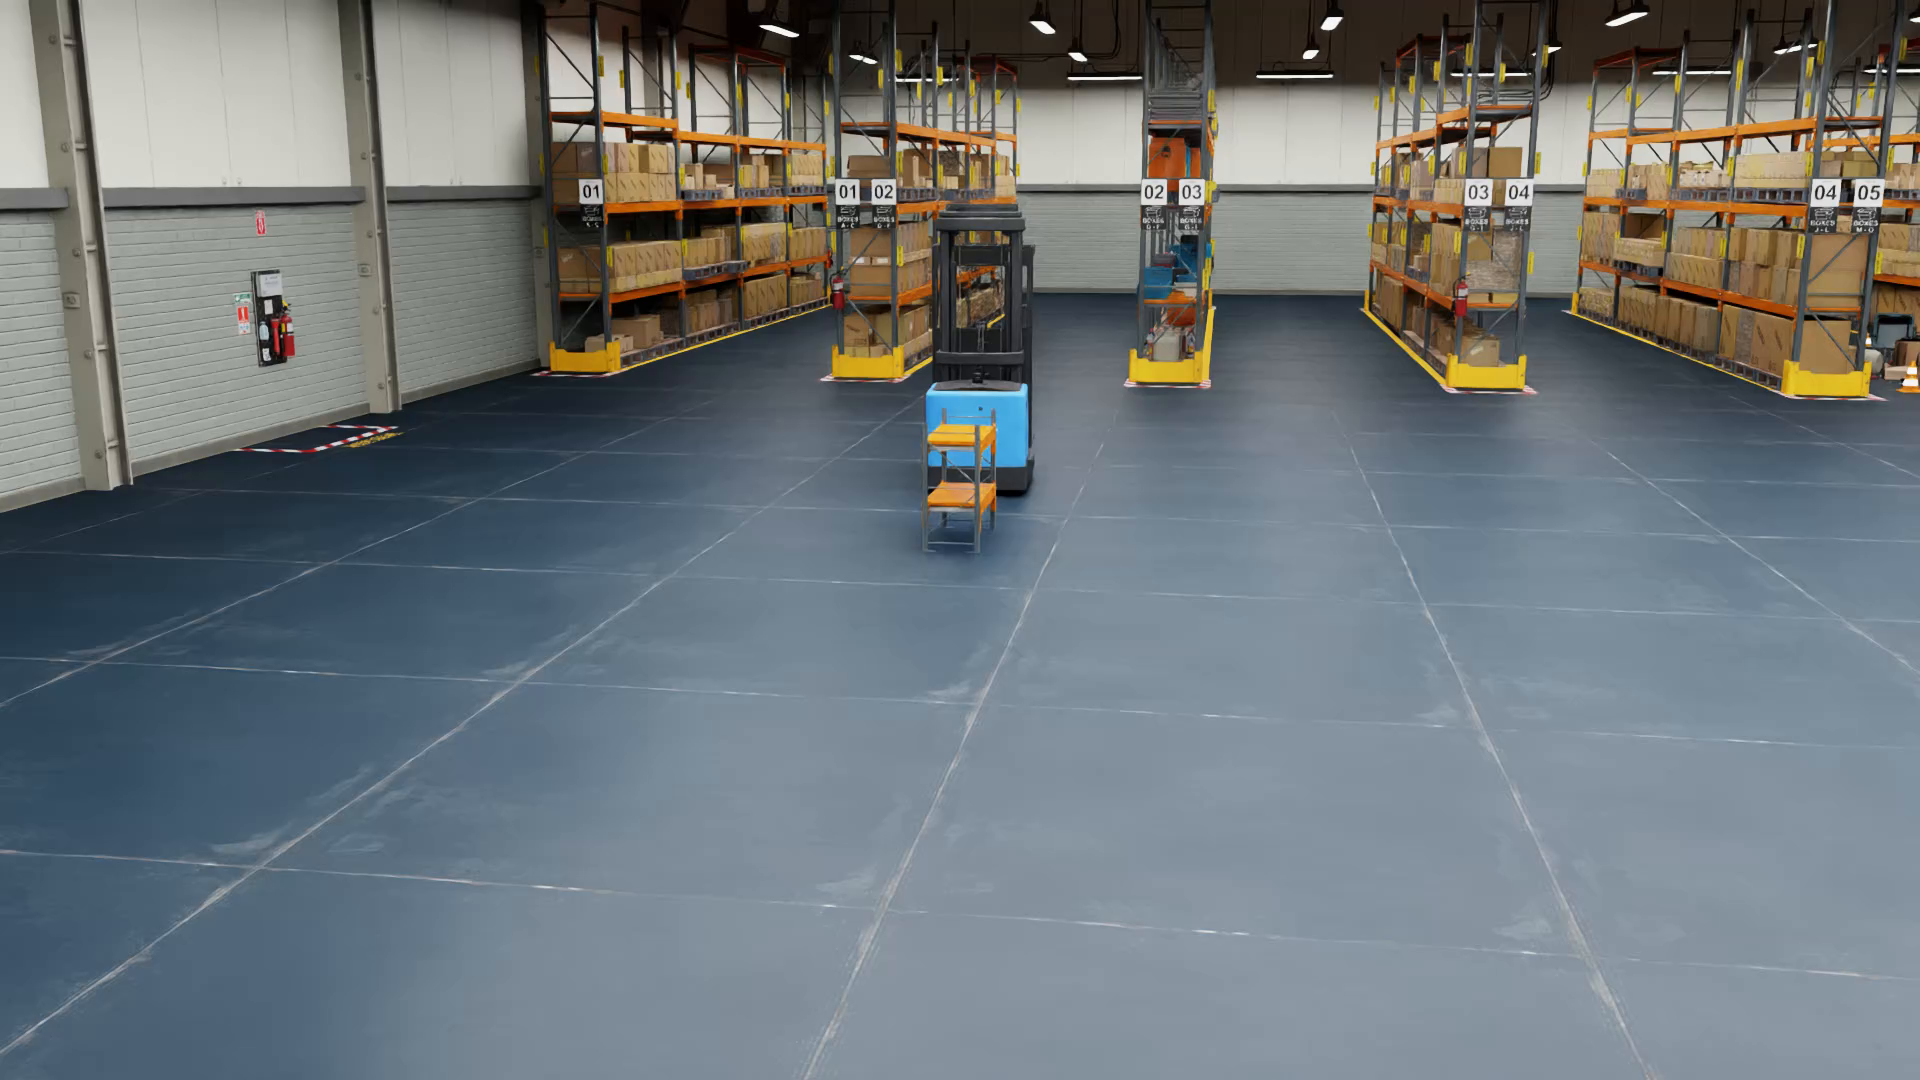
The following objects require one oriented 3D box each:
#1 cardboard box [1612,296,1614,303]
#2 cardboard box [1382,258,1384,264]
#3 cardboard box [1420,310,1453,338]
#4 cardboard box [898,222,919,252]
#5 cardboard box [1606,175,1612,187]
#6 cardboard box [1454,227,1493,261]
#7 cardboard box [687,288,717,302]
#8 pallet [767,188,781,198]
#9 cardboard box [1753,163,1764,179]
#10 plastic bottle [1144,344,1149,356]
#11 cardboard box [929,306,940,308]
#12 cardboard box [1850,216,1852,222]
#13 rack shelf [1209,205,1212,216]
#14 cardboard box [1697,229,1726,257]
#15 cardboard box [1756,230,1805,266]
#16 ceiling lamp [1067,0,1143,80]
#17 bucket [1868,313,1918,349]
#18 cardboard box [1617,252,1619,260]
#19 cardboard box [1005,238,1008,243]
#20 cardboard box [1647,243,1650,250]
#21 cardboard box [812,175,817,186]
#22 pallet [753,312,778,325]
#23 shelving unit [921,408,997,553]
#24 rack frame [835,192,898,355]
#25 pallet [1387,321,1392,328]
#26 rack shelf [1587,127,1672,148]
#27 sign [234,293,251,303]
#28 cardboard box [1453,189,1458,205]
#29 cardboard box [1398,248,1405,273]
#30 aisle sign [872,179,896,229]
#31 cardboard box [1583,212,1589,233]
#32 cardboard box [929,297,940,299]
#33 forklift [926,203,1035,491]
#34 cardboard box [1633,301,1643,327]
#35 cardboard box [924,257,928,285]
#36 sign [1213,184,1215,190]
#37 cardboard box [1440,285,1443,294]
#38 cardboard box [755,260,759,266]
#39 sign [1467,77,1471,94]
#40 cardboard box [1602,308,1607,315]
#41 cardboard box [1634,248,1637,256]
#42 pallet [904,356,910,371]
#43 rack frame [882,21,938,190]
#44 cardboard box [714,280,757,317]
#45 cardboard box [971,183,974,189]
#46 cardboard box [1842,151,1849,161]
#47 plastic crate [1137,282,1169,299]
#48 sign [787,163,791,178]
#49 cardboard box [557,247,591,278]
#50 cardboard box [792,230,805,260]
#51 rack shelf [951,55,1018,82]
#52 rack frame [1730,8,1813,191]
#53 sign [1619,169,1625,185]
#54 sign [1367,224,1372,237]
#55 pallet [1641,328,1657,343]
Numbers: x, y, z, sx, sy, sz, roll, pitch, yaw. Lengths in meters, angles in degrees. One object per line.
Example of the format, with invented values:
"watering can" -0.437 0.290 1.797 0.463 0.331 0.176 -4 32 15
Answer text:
"cardboard box" 14.791 -5.373 37.164 0.380 0.149 0.250 2 12 10
"cardboard box" 9.870 -6.375 38.050 0.380 0.149 0.250 2 12 10
"cardboard box" 9.256 -4.156 32.048 0.700 0.500 0.500 3 13 13
"cardboard box" -1.127 -5.407 29.648 0.700 0.500 0.500 2 12 9
"cardboard box" 14.980 -8.147 37.724 0.500 0.250 0.500 2 12 11
"cardboard box" 8.103 -4.678 26.261 0.500 0.500 0.500 2 12 9
"cardboard box" -5.399 -5.110 34.695 0.500 0.250 0.500 2 12 10
"pallet" -4.668 -8.032 38.476 0.805 0.209 1.217 1 12 6
"cardboard box" 13.258 -6.013 27.069 0.500 0.250 0.500 2 12 8
"plastic bottle" 3.217 -3.276 28.673 0.097 0.201 0.097 0 12 0
"cardboard box" -0.440 -4.451 32.727 0.500 0.311 0.500 1 12 7
"cardboard box" 19.829 -7.081 36.580 0.380 0.149 0.250 2 12 9
"rack shelf" 4.906 -7.229 36.004 1.077 0.370 4.000 2 12 9
"cardboard box" 14.068 -5.481 30.698 0.700 0.500 0.500 2 12 8
"cardboard box" 13.410 -4.712 26.817 0.875 0.550 0.500 2 12 9
"ceiling lamp" 3.819 -13.787 43.754 2.000 3.185 0.800 2 12 9
"bucket" 16.020 -3.563 28.567 0.726 0.611 0.620 7 4 28
"cardboard box" 14.441 -6.146 35.990 0.380 0.149 0.250 2 12 10
"cardboard box" 0.899 -7.155 40.834 0.500 0.500 0.500 2 12 8
"cardboard box" 14.041 -5.898 33.428 0.380 0.149 0.250 2 12 8
"cardboard box" -3.889 -9.062 41.924 0.500 0.250 0.500 1 12 7
"pallet" -4.805 -5.071 38.020 1.003 0.211 1.213 2 12 9
"shelving unit" 0.001 -0.551 14.881 0.538 1.125 1.048 2 12 9
"rack frame" -1.526 -4.194 27.333 1.000 3.000 0.127 2 12 9
"pallet" 10.064 -4.844 36.968 1.003 0.211 1.213 2 12 9
"rack shelf" 15.301 -9.184 37.964 1.077 0.370 4.000 2 12 9
"sign" -8.686 -2.930 20.128 0.001 0.109 0.331 2 12 9
"cardboard box" 8.159 -5.478 26.526 0.500 0.250 0.500 2 12 9
"cardboard box" 9.406 -5.801 34.551 0.500 0.500 0.500 2 12 8
"aisle sign" -1.233 -5.441 26.949 0.394 0.787 0.004 2 12 9
"cardboard box" 15.277 -7.619 39.910 0.500 0.500 0.500 2 12 8
"cardboard box" -0.383 -5.054 36.216 0.500 0.500 0.500 2 12 11
"forklift" 0.261 -2.196 18.224 1.130 2.935 3.031 1 12 4
"cardboard box" 14.370 -4.703 34.632 0.500 0.500 0.500 1 12 6
"cardboard box" -0.972 -4.983 30.756 0.700 0.500 0.500 2 12 7
"sign" 5.143 -7.097 33.931 0.100 0.325 0.005 2 12 9
"cardboard box" 8.330 -4.234 28.117 0.380 0.149 0.250 2 12 9
"cardboard box" -4.741 -6.236 37.356 0.380 0.149 0.250 2 12 10
"sign" 10.030 -8.950 32.756 0.100 0.325 0.005 2 12 9
"cardboard box" 14.816 -5.201 37.777 0.380 0.149 0.250 1 12 7
"cardboard box" 14.200 -5.970 34.467 0.380 0.149 0.250 2 12 10
"pallet" -1.449 -2.991 28.372 1.003 0.211 1.213 2 12 9
"rack frame" -0.910 -7.959 30.565 1.000 3.000 0.127 2 12 9
"cardboard box" -4.948 -5.322 36.674 0.750 0.750 0.750 2 12 8
"cardboard box" -0.183 -7.572 35.653 0.910 0.500 0.500 2 12 9
"cardboard box" 13.553 -5.789 25.085 0.380 0.149 0.250 2 12 9
"plastic crate" 3.149 -4.074 27.129 0.499 0.251 0.616 2 12 9
"sign" -4.038 -8.709 39.189 0.100 0.325 0.005 2 12 9
"cardboard box" -6.559 -4.761 28.496 0.500 0.500 0.500 2 12 8
"cardboard box" -4.358 -7.262 40.859 0.980 0.700 0.700 2 12 7
"rack shelf" 0.627 -11.314 39.949 1.077 0.370 4.000 2 12 9
"rack frame" 13.763 -7.456 28.228 1.000 3.000 0.127 2 12 9
"sign" 14.456 -7.923 36.291 0.100 0.325 0.005 2 12 9
"sign" 10.176 -7.684 41.284 0.100 0.325 0.005 2 12 9
"pallet" 14.500 -4.155 33.772 1.003 0.211 1.213 2 12 9
